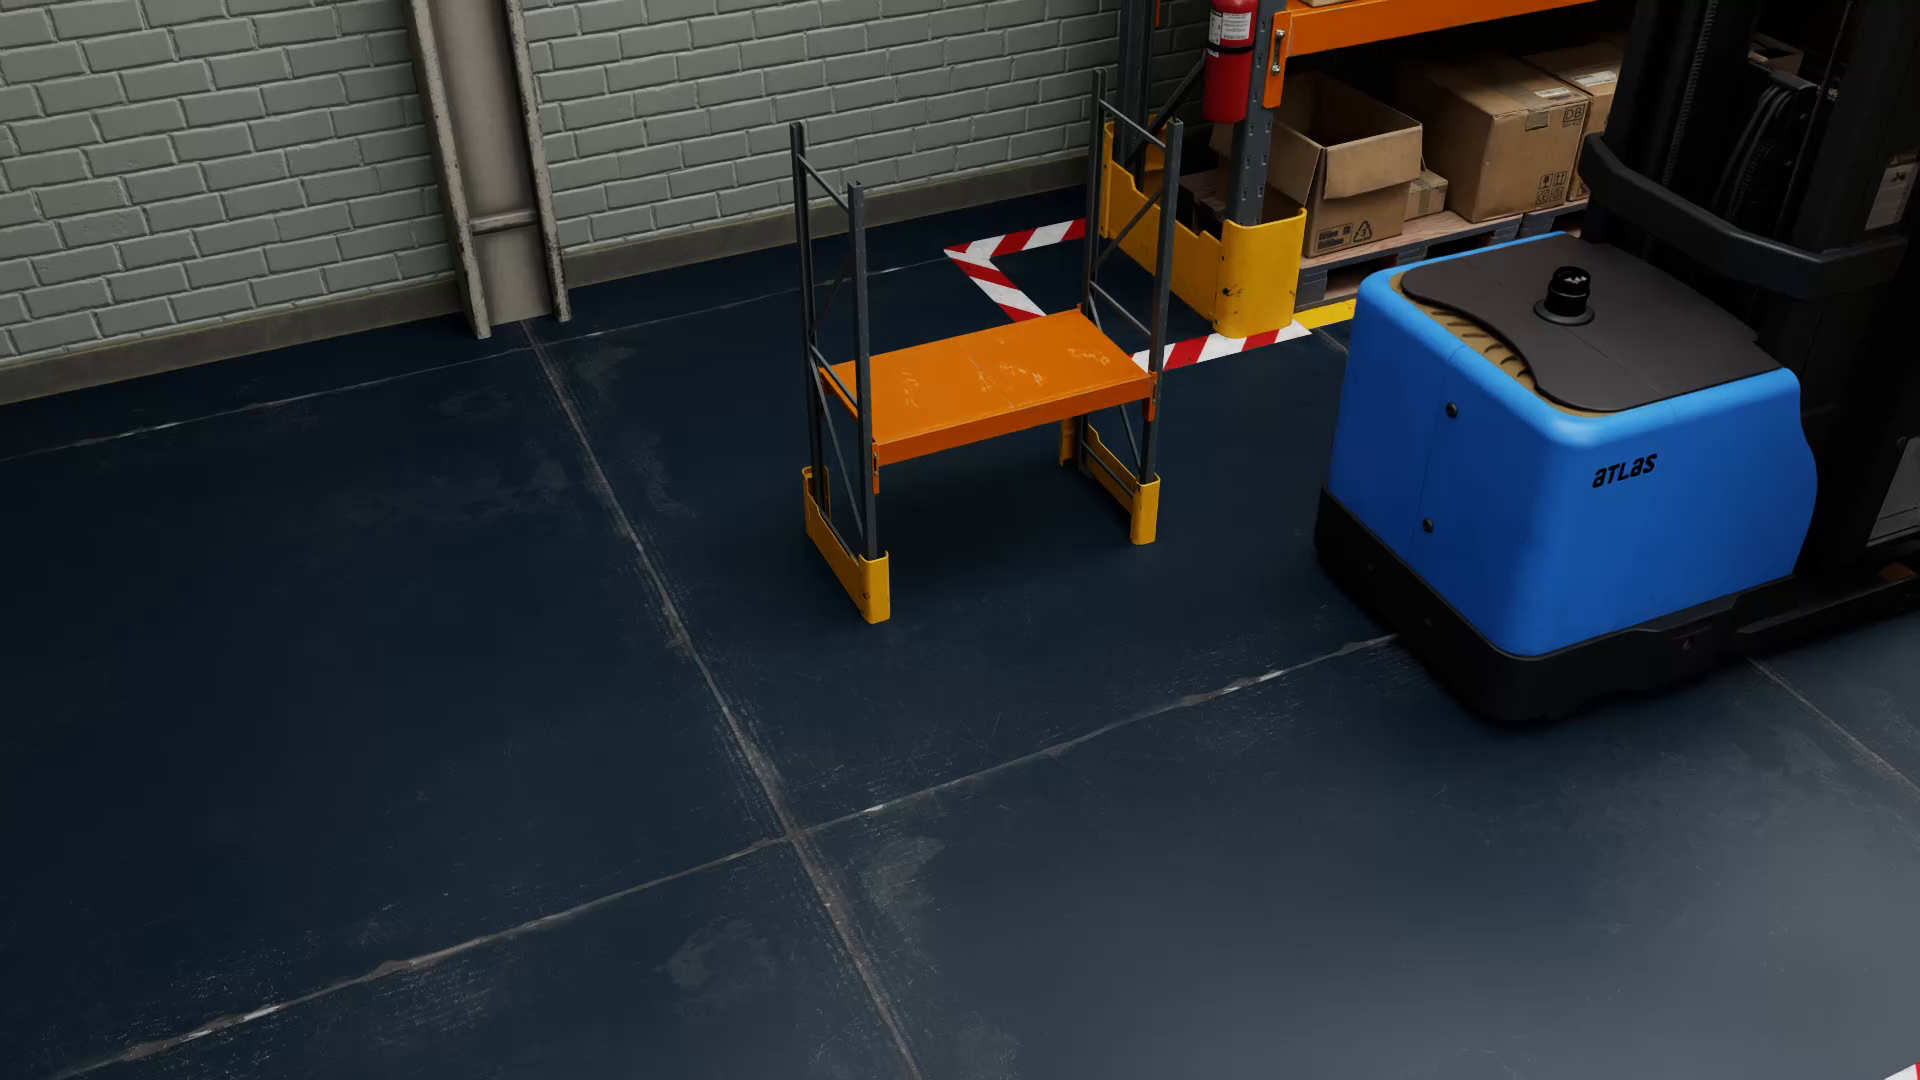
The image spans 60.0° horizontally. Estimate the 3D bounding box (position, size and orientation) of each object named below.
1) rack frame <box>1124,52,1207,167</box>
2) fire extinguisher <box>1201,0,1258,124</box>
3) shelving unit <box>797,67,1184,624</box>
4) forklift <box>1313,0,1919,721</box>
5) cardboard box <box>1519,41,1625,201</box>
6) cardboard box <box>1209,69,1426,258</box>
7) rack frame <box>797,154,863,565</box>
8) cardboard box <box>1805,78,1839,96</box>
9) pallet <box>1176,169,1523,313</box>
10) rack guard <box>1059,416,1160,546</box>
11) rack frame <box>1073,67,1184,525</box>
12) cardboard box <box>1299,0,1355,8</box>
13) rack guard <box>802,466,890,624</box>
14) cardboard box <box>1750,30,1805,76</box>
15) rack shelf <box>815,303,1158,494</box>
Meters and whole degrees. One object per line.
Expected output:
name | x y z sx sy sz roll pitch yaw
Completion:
rack frame | 0.947 -2.361 6.415 0.053 2.616 0.949 -16 39 -20
fire extinguisher | 1.009 -1.895 6.165 0.183 0.674 0.296 -16 39 -20
shelving unit | 0.069 -0.622 5.329 1.083 1.500 0.587 -16 39 -20
forklift | 2.756 -1.210 4.921 3.031 2.935 1.130 -15 39 -19
cardboard box | 2.851 -1.906 7.548 0.500 0.500 0.500 -15 39 -19
cardboard box | 1.539 -1.632 7.175 0.637 0.503 0.797 -17 40 -22
rack frame | -0.384 -0.496 5.160 0.013 1.308 0.475 -16 39 -20
cardboard box | 4.187 -2.099 8.103 0.250 0.149 0.380 -17 40 -21
pallet | 1.736 -1.464 7.547 1.213 0.211 1.003 -16 39 -20
rack guard | 0.520 -0.246 5.871 0.087 0.250 0.587 -16 39 -20
rack frame | 0.537 -0.753 5.506 0.032 1.500 0.500 -16 39 -20
cardboard box | 1.360 -2.197 6.405 0.250 0.149 0.380 -16 39 -20
rack guard | -0.382 0.006 5.532 0.087 0.250 0.587 -16 39 -20
cardboard box | 3.868 -2.424 8.404 0.500 0.311 0.500 -14 39 -18
rack shelf | 0.077 -0.480 5.439 1.000 0.185 0.538 -16 39 -20
